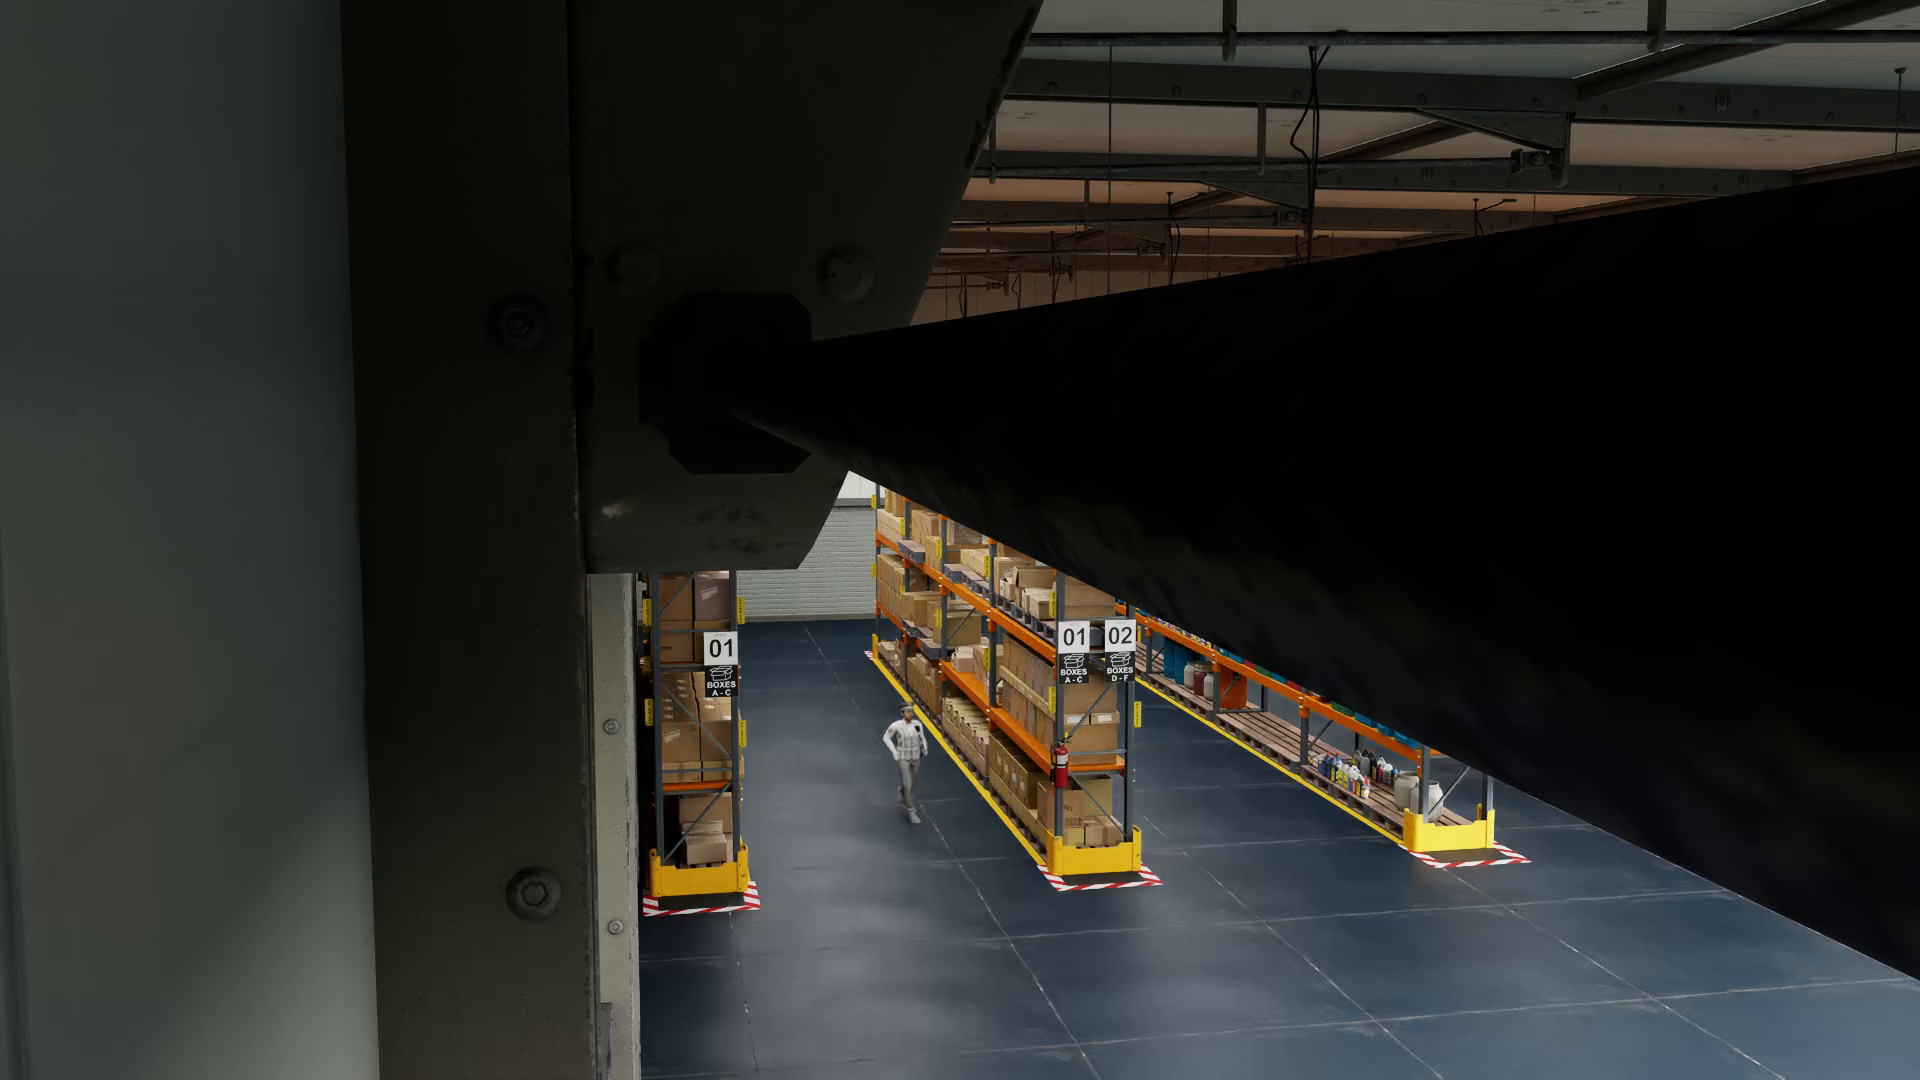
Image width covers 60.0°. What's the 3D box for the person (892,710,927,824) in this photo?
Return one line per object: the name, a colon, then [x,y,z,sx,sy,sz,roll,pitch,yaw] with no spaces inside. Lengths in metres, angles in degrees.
person: [-0.759,3.123,23.494,0.450,1.650,0.804,-3,6,-25]
